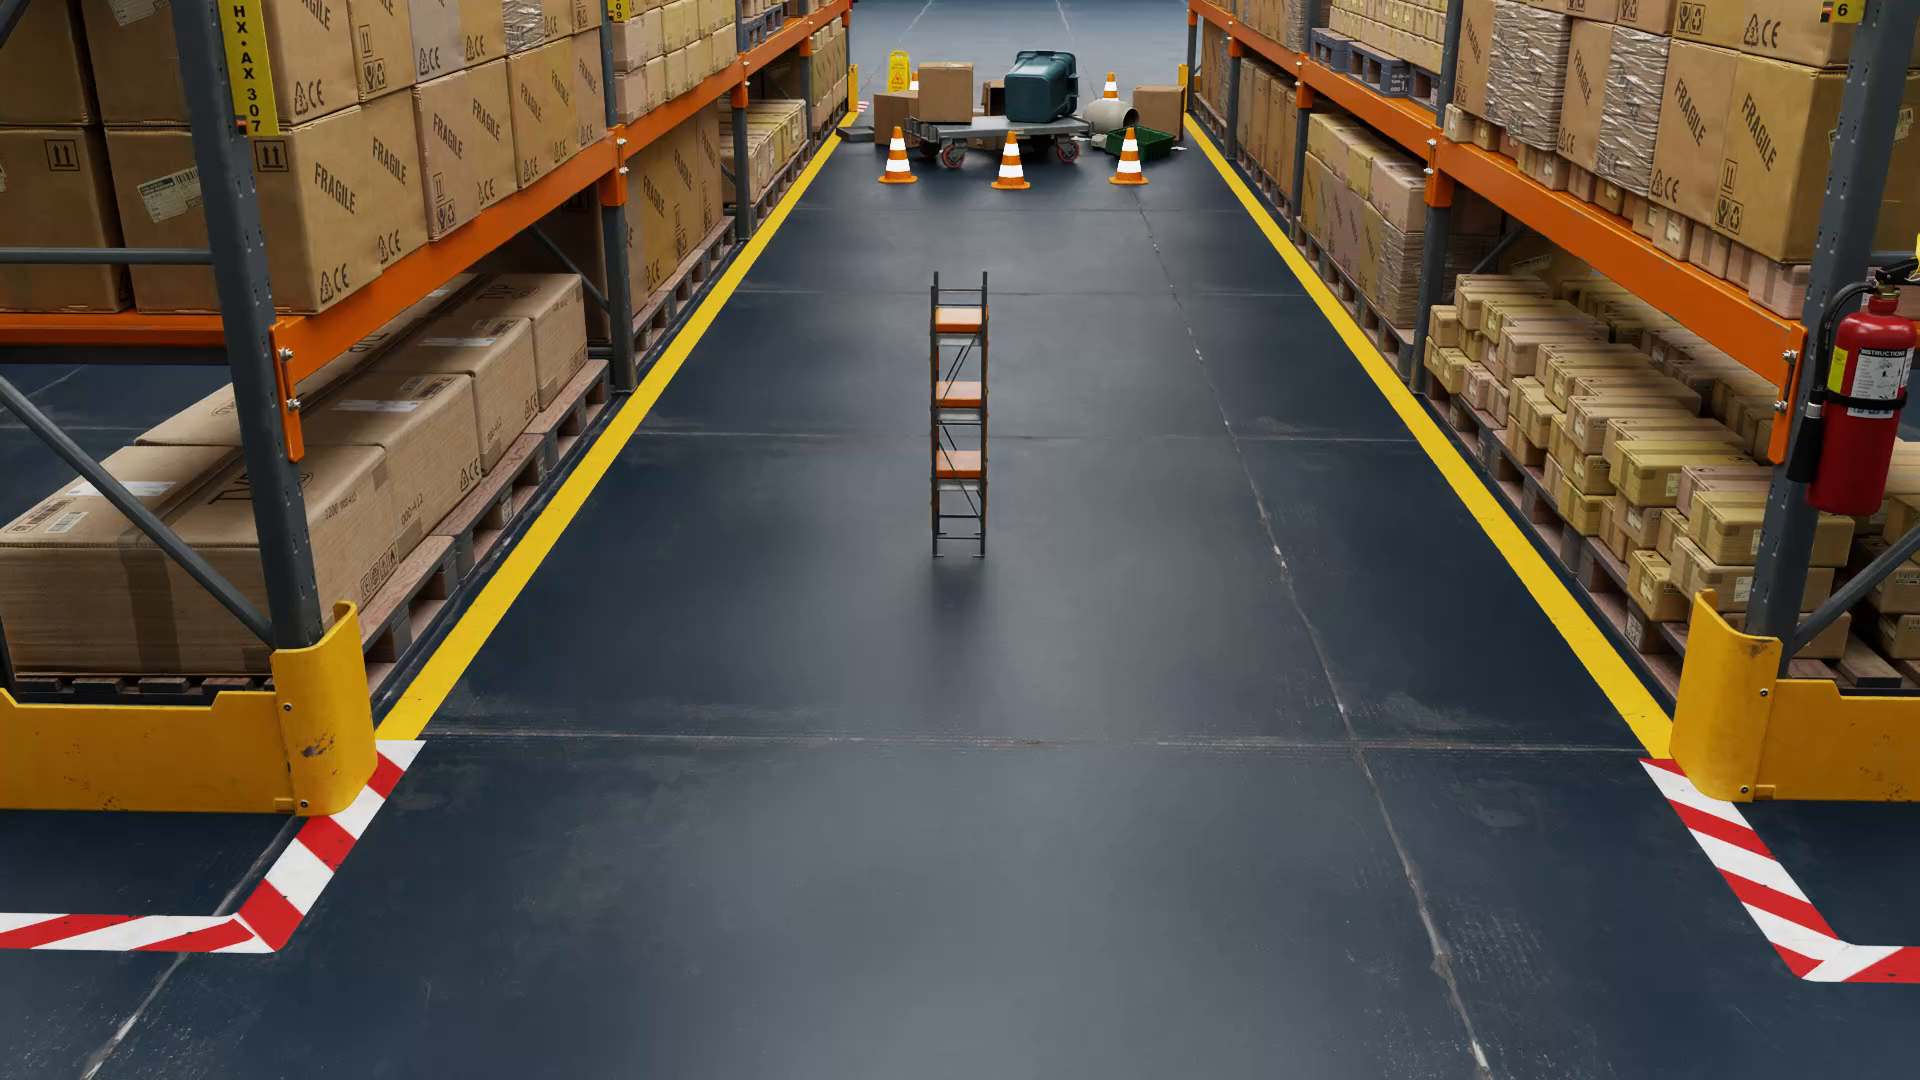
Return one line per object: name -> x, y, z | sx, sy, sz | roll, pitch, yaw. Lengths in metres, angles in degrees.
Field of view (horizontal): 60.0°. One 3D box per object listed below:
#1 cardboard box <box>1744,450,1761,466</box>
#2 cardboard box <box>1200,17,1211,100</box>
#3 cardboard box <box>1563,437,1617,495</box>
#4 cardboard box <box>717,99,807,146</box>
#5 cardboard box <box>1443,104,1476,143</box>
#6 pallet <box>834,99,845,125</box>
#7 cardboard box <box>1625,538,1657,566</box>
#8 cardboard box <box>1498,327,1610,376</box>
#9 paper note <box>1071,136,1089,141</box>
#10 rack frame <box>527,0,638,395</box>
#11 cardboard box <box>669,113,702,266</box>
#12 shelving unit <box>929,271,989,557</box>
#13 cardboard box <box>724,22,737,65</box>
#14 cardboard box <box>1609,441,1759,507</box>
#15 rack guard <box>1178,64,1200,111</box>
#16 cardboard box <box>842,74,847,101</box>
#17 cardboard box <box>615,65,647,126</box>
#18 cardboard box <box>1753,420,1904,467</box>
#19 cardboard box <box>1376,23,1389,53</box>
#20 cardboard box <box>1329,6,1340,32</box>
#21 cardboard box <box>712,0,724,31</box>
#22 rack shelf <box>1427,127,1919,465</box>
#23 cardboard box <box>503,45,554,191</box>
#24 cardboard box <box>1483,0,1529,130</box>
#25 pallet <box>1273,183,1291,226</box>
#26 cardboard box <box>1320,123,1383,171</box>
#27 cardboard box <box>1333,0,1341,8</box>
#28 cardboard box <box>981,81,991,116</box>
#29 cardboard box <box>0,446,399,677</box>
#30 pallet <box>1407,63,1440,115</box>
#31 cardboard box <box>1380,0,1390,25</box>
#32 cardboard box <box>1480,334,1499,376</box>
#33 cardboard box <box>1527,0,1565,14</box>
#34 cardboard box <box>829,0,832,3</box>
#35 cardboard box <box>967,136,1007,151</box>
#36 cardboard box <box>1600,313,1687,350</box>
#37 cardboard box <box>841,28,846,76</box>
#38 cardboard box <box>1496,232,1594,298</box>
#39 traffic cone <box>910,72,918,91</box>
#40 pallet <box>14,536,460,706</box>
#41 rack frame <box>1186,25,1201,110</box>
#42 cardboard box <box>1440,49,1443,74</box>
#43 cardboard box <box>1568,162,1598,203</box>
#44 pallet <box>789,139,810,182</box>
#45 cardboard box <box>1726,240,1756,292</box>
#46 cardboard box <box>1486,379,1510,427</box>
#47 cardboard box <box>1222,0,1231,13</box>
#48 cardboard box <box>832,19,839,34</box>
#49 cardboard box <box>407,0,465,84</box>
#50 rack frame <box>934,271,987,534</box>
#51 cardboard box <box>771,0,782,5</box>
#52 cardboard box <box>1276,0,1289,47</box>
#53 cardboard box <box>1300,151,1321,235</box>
cardboard box -> 2.959, -0.264, 6.013 | 0.380, 0.149, 0.250 | 0, 21, -1
cardboard box -> 3.205, -5.440, 18.760 | 0.875, 0.875, 0.875 | 1, 21, 2
cardboard box -> 2.421, -0.271, 6.029 | 0.380, 0.149, 0.250 | 1, 21, 2
cardboard box -> -1.926, -3.834, 15.315 | 0.950, 0.372, 0.625 | 1, 21, 2
cardboard box -> 2.459, -1.926, 7.694 | 0.380, 0.149, 0.250 | 1, 21, 4
pallet -> -1.853, -4.878, 18.809 | 1.003, 0.211, 1.213 | 1, 21, 2
cardboard box -> 2.481, 0.056, 5.599 | 0.380, 0.149, 0.250 | 1, 21, 1
cardboard box -> 2.477, -0.787, 6.950 | 0.380, 0.149, 0.250 | 1, 21, 3
paper note -> 1.250, -4.158, 17.214 | 0.172, 0.023, 0.155 | 8, 23, 20
rack frame -> -2.156, -2.160, 7.950 | 1.000, 3.000, 0.127 | 1, 21, 2
cardboard box -> -2.170, -2.240, 10.513 | 0.875, 0.875, 0.875 | 1, 21, 2
shelving unit -> -0.002, -0.470, 6.289 | 0.215, 1.050, 0.252 | 1, 21, 2
cardboard box -> -1.790, -3.351, 11.226 | 0.500, 0.250, 0.500 | 0, 21, 0
cardboard box -> 2.382, -0.220, 5.486 | 0.380, 0.149, 0.250 | 0, 21, 0
rack guard -> 3.160, -5.324, 19.560 | 1.175, 0.500, 0.348 | 1, 21, 2
cardboard box -> -1.547, -5.109, 18.770 | 0.500, 0.250, 0.500 | 1, 21, 1
cardboard box -> -1.879, -2.247, 8.379 | 0.500, 0.250, 0.500 | 0, 21, 0
cardboard box -> 2.977, -0.307, 5.712 | 0.380, 0.149, 0.250 | 0, 21, -1
cardboard box -> 2.653, -2.934, 9.711 | 0.380, 0.149, 0.250 | 0, 21, 0
cardboard box -> 2.701, -3.508, 11.189 | 0.380, 0.149, 0.250 | 0, 21, 1
cardboard box -> -1.807, -3.406, 10.677 | 0.500, 0.250, 0.500 | 0, 21, 0
rack shelf -> 2.734, -1.084, 6.170 | 1.077, 0.370, 4.000 | 1, 21, 2
cardboard box -> -1.925, -1.668, 6.544 | 0.500, 0.500, 0.500 | 0, 21, 1
cardboard box -> 2.520, -1.972, 6.916 | 0.500, 0.500, 0.500 | 1, 21, 2
pallet -> 3.016, -2.573, 12.868 | 1.003, 0.211, 1.213 | 1, 21, 2
cardboard box -> 2.638, -2.539, 10.763 | 0.500, 0.250, 0.500 | 0, 21, 1
cardboard box -> 2.701, -3.633, 11.102 | 0.380, 0.149, 0.250 | 2, 21, 4
cardboard box -> 0.686, -4.672, 17.875 | 0.797, 0.503, 0.637 | -16, 26, -35
cardboard box -> -2.358, 0.045, 5.228 | 0.875, 0.438, 0.875 | 0, 21, 0
pallet -> 2.963, -2.328, 8.646 | 1.003, 0.211, 1.213 | 1, 21, 2
cardboard box -> 2.659, -3.070, 9.650 | 0.380, 0.149, 0.250 | 1, 21, 4
cardboard box -> 2.574, -0.839, 7.494 | 0.380, 0.149, 0.250 | 1, 21, 1
cardboard box -> 2.491, -2.264, 6.285 | 0.500, 0.500, 0.500 | 1, 21, 3
cardboard box -> -1.558, -5.781, 17.629 | 0.380, 0.149, 0.250 | 0, 21, 1
cardboard box -> 0.257, -4.049, 16.597 | 0.258, 0.266, 0.396 | -16, 26, -35
cardboard box -> 2.990, -0.879, 7.186 | 0.380, 0.149, 0.250 | 1, 21, 3
cardboard box -> -1.555, -5.470, 18.664 | 0.500, 0.500, 0.500 | 1, 21, 2
cardboard box -> 3.082, -1.437, 8.961 | 0.500, 0.500, 0.500 | 1, 21, 4
traffic cone -> -0.515, -5.147, 19.154 | 0.336, 0.463, 0.334 | 1, 21, 2
pallet -> -2.332, 0.296, 5.474 | 1.003, 0.211, 1.213 | 1, 21, 2
rack frame -> 3.160, -6.481, 19.086 | 1.000, 3.000, 0.127 | 1, 21, 2
cardboard box -> 2.609, -2.367, 8.249 | 0.380, 0.149, 0.250 | 0, 21, 0
cardboard box -> 2.506, -1.352, 6.215 | 0.380, 0.149, 0.250 | 1, 21, 4
pallet -> -1.935, -3.471, 15.183 | 1.003, 0.211, 1.213 | 1, 21, 2
cardboard box -> 2.446, -0.789, 4.764 | 0.380, 0.149, 0.250 | 1, 21, 2
cardboard box -> 2.541, -0.602, 7.294 | 0.380, 0.149, 0.250 | 0, 21, 1
cardboard box -> 3.031, -5.437, 16.188 | 0.875, 0.550, 0.550 | 1, 21, 2
cardboard box -> -1.510, -5.548, 17.968 | 0.380, 0.149, 0.250 | 1, 21, 3
cardboard box -> -1.962, -1.770, 5.424 | 0.500, 0.500, 0.500 | 0, 21, 1
rack frame -> 0.002, -0.514, 6.403 | 0.200, 1.050, 0.008 | 1, 21, 2
cardboard box -> -1.698, -4.574, 13.936 | 0.380, 0.149, 0.250 | 1, 21, 2
cardboard box -> 2.678, -3.981, 12.505 | 0.500, 0.500, 0.500 | 1, 21, 2
cardboard box -> 2.640, -2.366, 11.355 | 0.500, 0.500, 0.500 | 0, 21, -1
